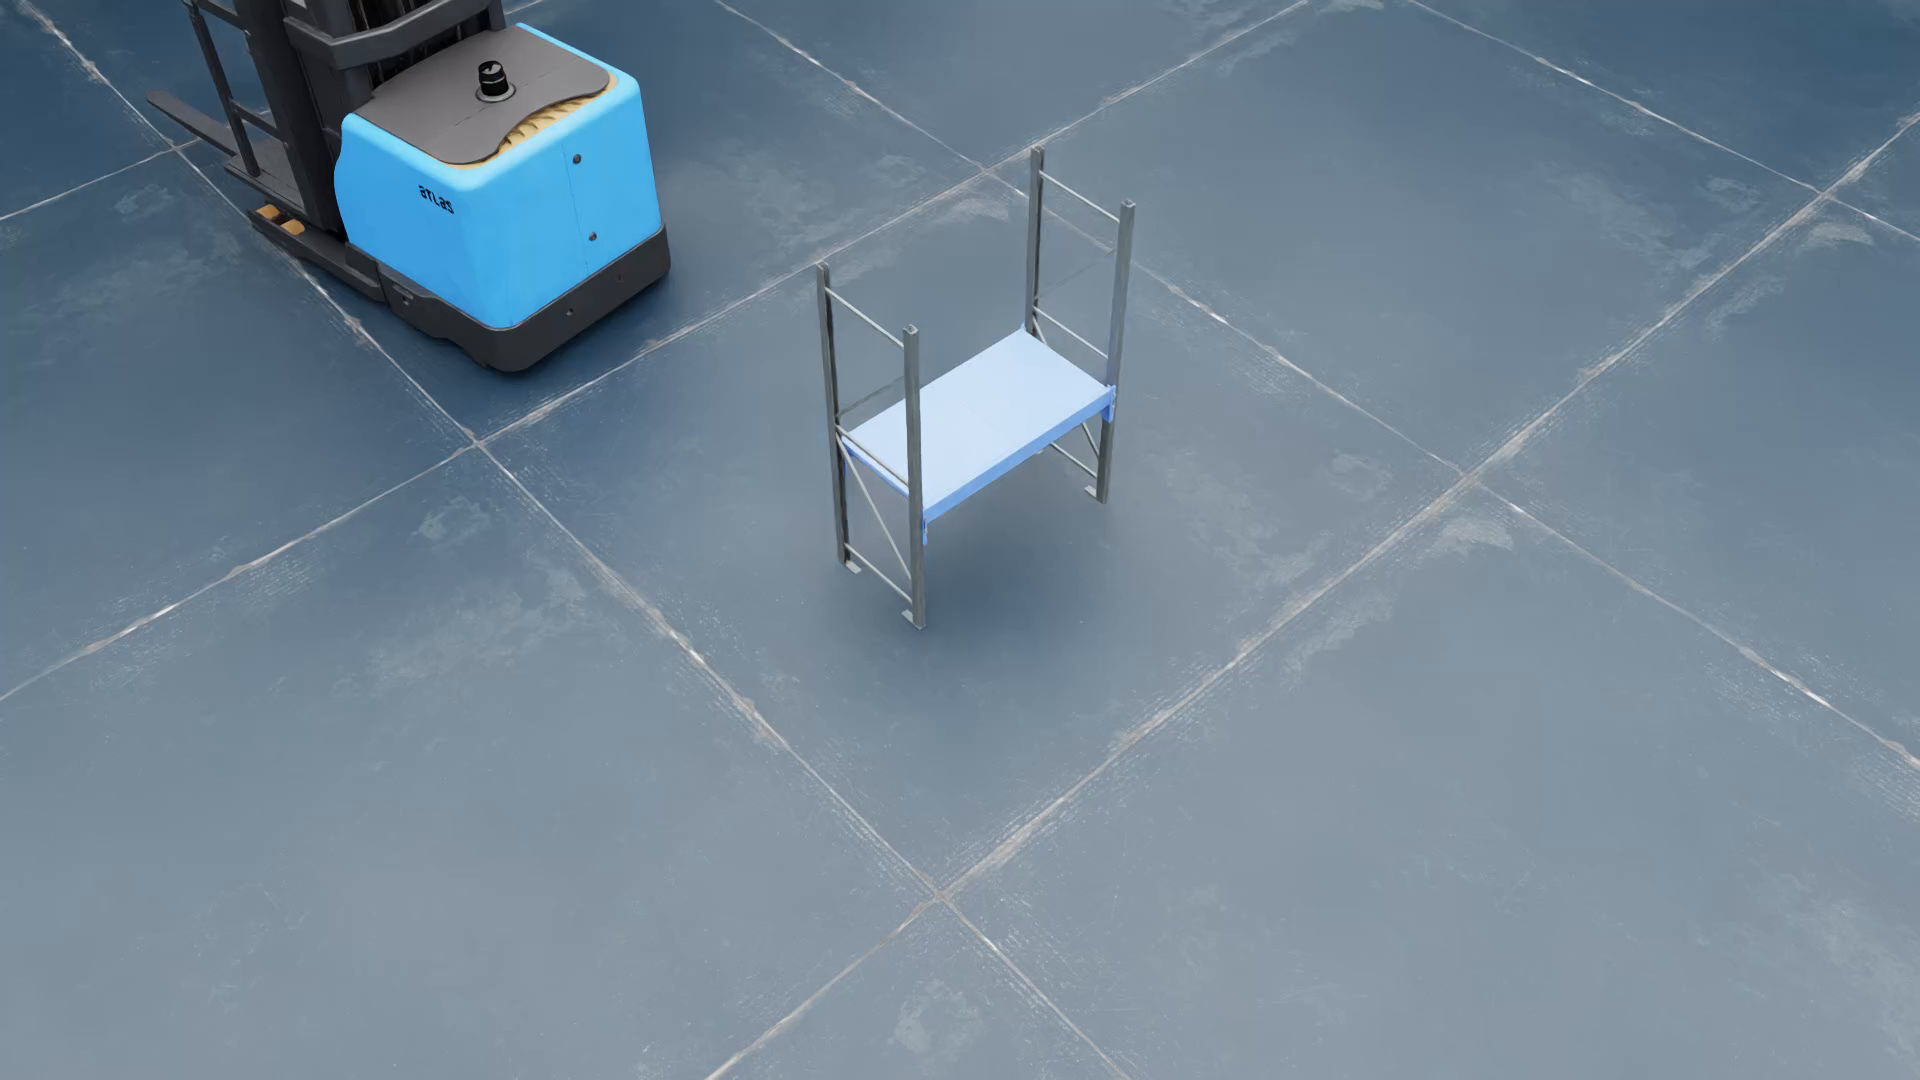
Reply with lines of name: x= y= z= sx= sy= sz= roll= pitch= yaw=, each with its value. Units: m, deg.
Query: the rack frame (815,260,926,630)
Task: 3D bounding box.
rack frame: x=-0.313 y=-0.299 z=6.059 sx=0.032 sy=1.500 sz=0.500 roll=-34 pitch=56 yaw=-27

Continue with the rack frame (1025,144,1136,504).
rack frame: x=0.439 y=-0.802 z=6.523 sx=0.032 sy=1.500 sz=0.500 roll=-34 pitch=56 yaw=-27

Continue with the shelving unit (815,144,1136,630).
shelving unit: x=0.063 y=-0.551 z=6.291 sx=1.048 sy=1.500 sz=0.538 roll=-34 pitch=56 yaw=-27

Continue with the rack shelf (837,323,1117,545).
rack shelf: x=0.063 y=-0.429 z=6.423 sx=1.000 sy=0.185 sz=0.538 roll=-34 pitch=56 yaw=-27

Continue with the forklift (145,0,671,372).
forklift: x=-2.842 y=-2.654 z=7.258 sx=3.031 sy=2.935 sz=1.130 roll=30 pitch=54 yaw=25
